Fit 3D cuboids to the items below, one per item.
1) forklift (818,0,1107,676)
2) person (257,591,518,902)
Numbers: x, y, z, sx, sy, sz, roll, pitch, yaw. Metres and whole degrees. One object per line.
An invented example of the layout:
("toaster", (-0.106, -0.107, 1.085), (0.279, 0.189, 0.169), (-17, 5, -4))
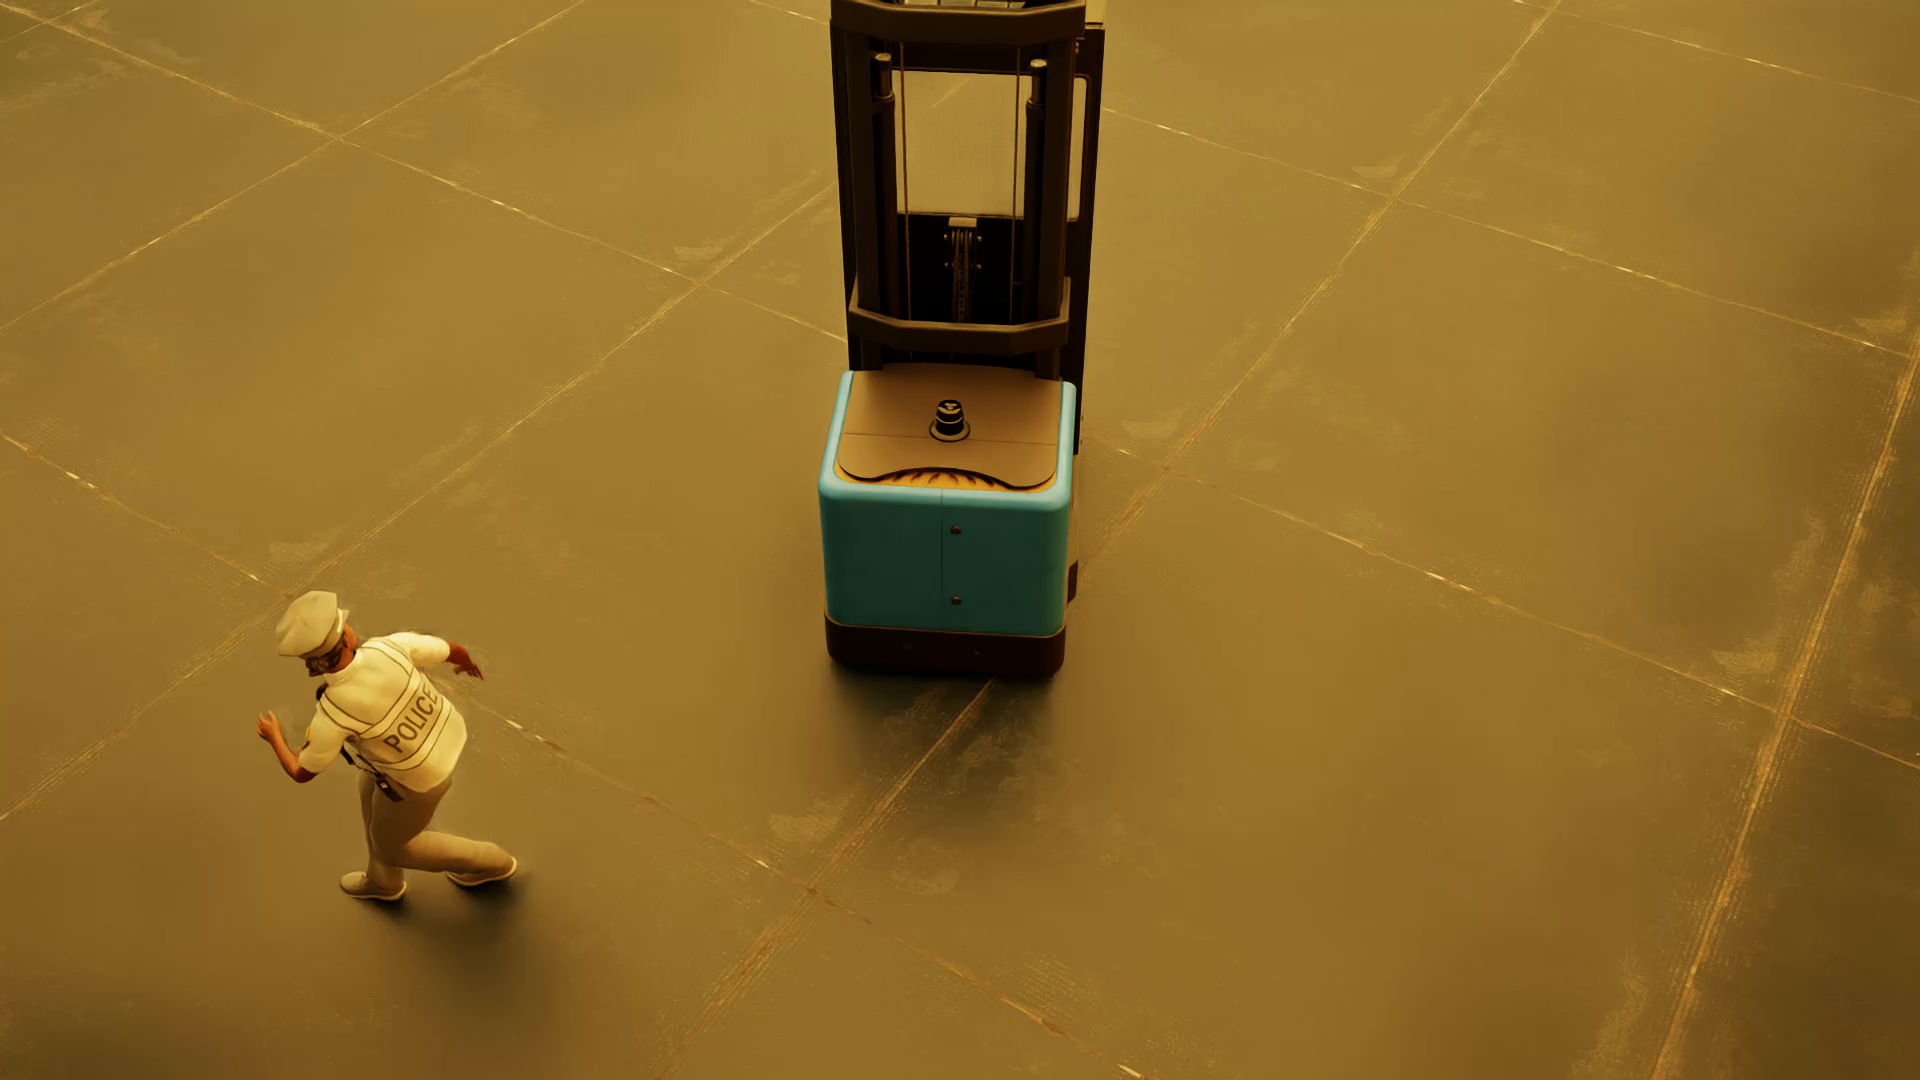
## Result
("forklift", (0.051, -1.482, 7.412), (1.130, 2.935, 3.031), (3, 44, 3))
("person", (-2.124, 0.716, 6.119), (0.797, 1.561, 0.757), (7, 44, 7))
